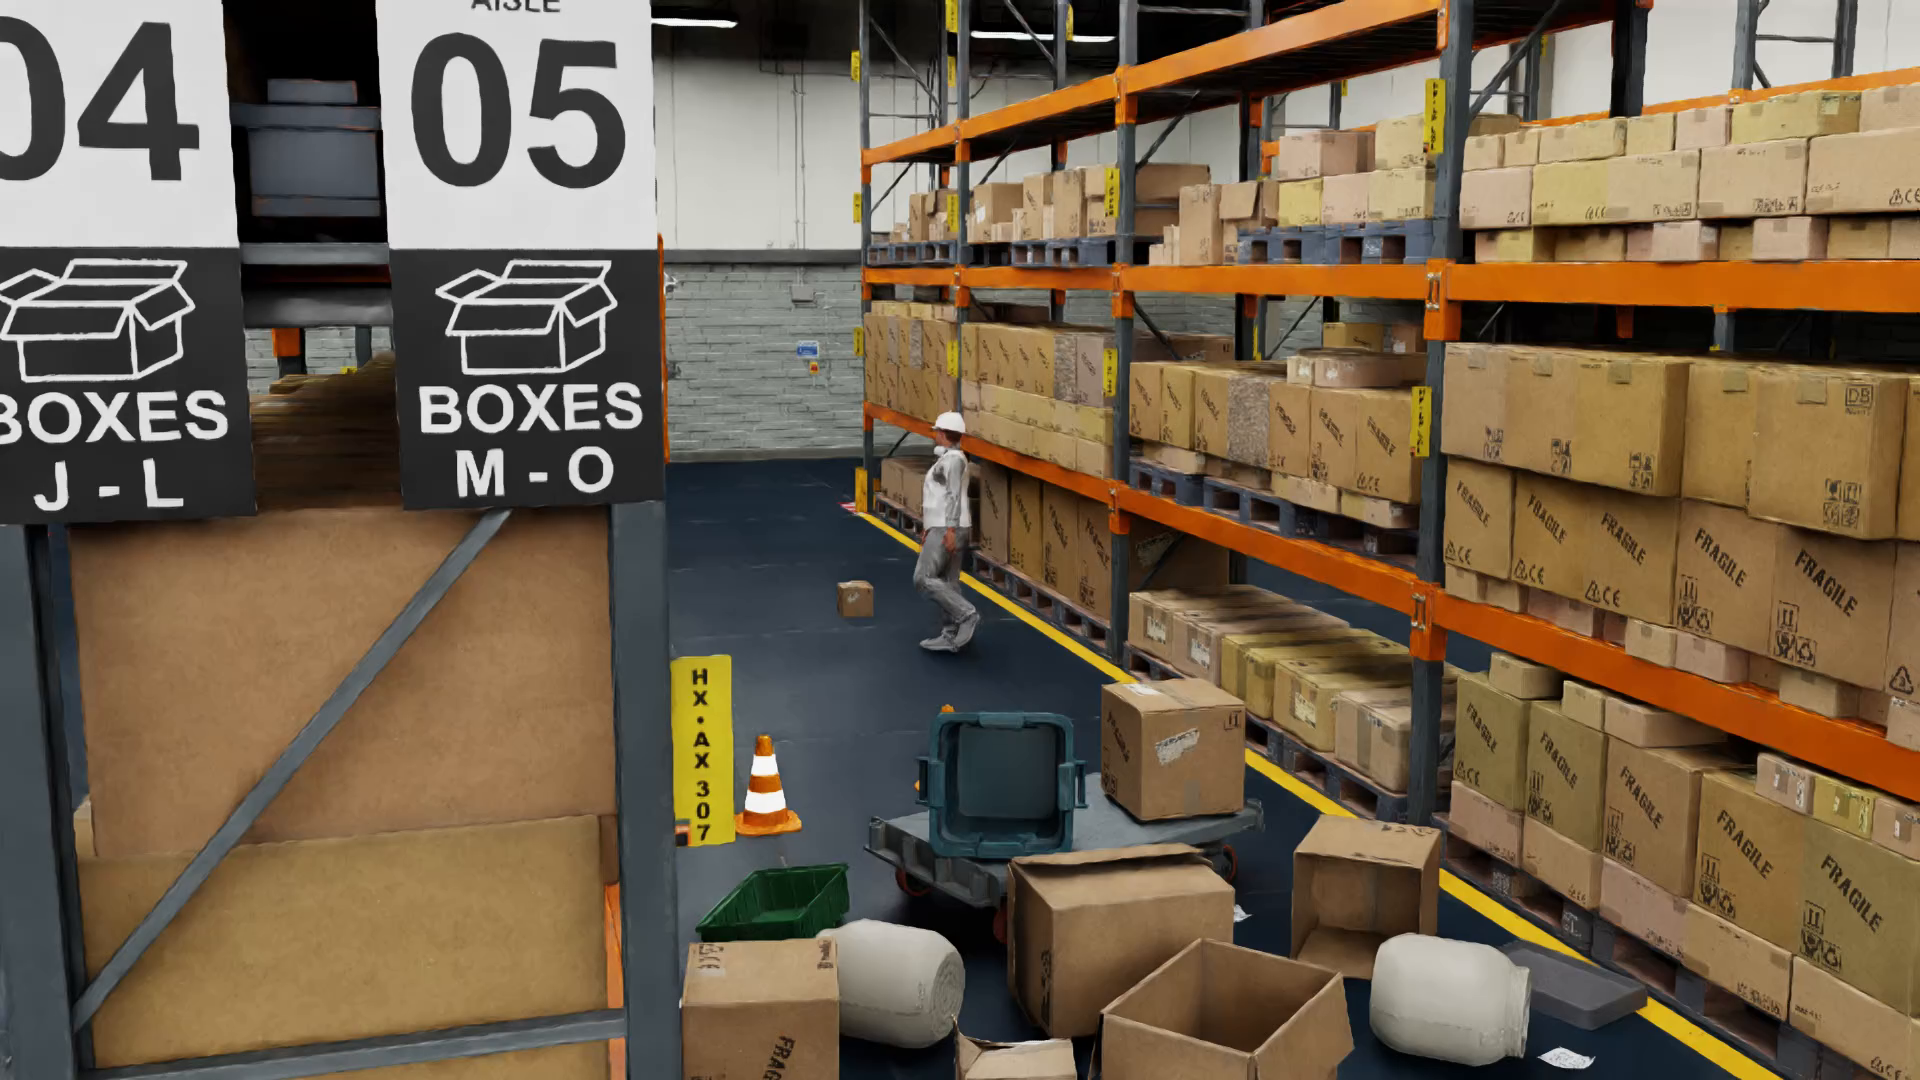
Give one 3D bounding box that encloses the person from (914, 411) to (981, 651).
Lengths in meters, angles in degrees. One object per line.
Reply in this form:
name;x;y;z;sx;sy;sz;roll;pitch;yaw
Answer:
person;-0.089;-0.062;12.239;0.491;1.741;0.696;0;9;1
